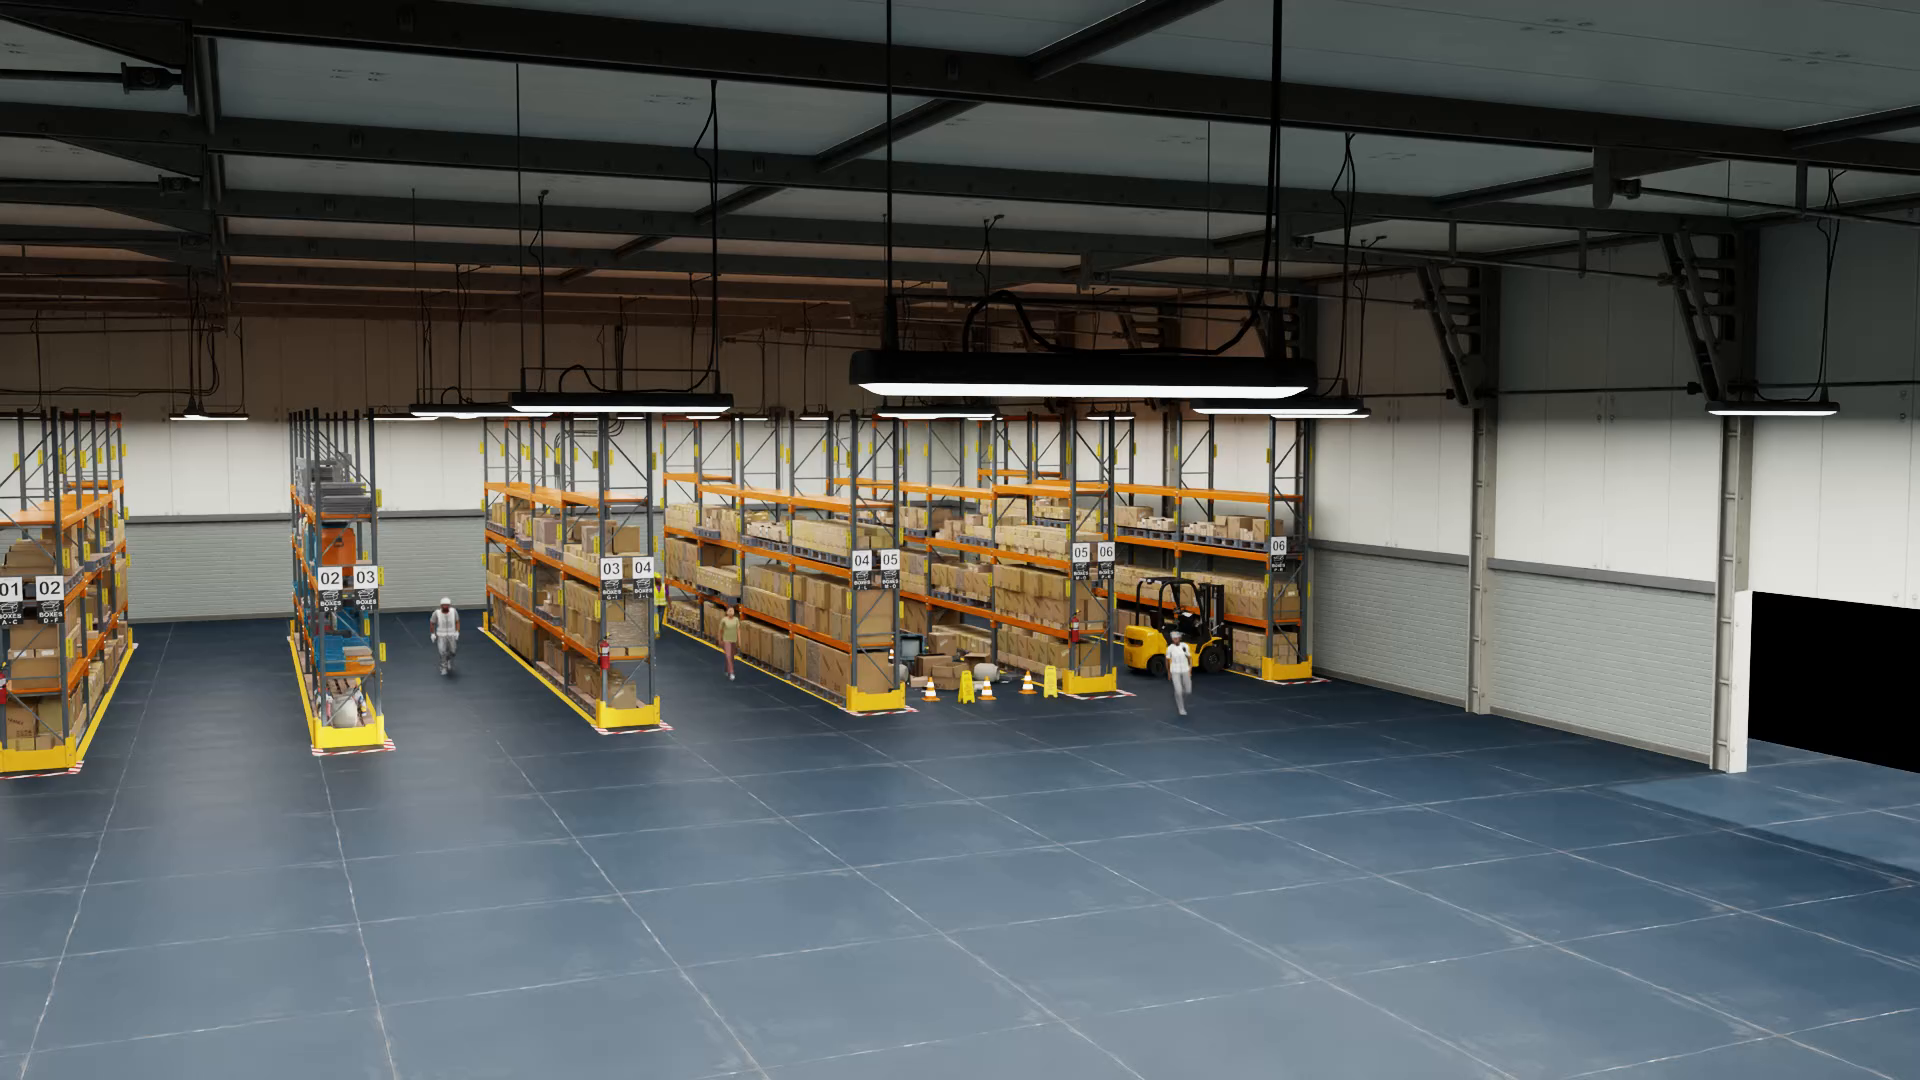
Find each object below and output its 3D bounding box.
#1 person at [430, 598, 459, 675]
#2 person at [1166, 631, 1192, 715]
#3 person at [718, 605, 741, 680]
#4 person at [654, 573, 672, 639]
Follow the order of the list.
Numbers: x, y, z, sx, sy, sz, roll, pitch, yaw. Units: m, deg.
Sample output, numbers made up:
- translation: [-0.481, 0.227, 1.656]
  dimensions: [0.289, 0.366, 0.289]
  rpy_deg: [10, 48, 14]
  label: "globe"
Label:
- translation: [-11.815, 2.182, 38.106]
  dimensions: [0.640, 1.761, 0.702]
  rpy_deg: [-2, 5, -29]
  label: "person"
- translation: [4.329, 2.610, 32.832]
  dimensions: [0.500, 1.648, 0.524]
  rpy_deg: [0, 4, -5]
  label: "person"
- translation: [-5.115, 2.278, 37.254]
  dimensions: [0.458, 1.623, 0.964]
  rpy_deg: [-3, 5, -35]
  label: "person"
- translation: [-8.045, 1.736, 44.333]
  dimensions: [0.683, 1.701, 1.050]
  rpy_deg: [-1, 4, -20]
  label: "person"
